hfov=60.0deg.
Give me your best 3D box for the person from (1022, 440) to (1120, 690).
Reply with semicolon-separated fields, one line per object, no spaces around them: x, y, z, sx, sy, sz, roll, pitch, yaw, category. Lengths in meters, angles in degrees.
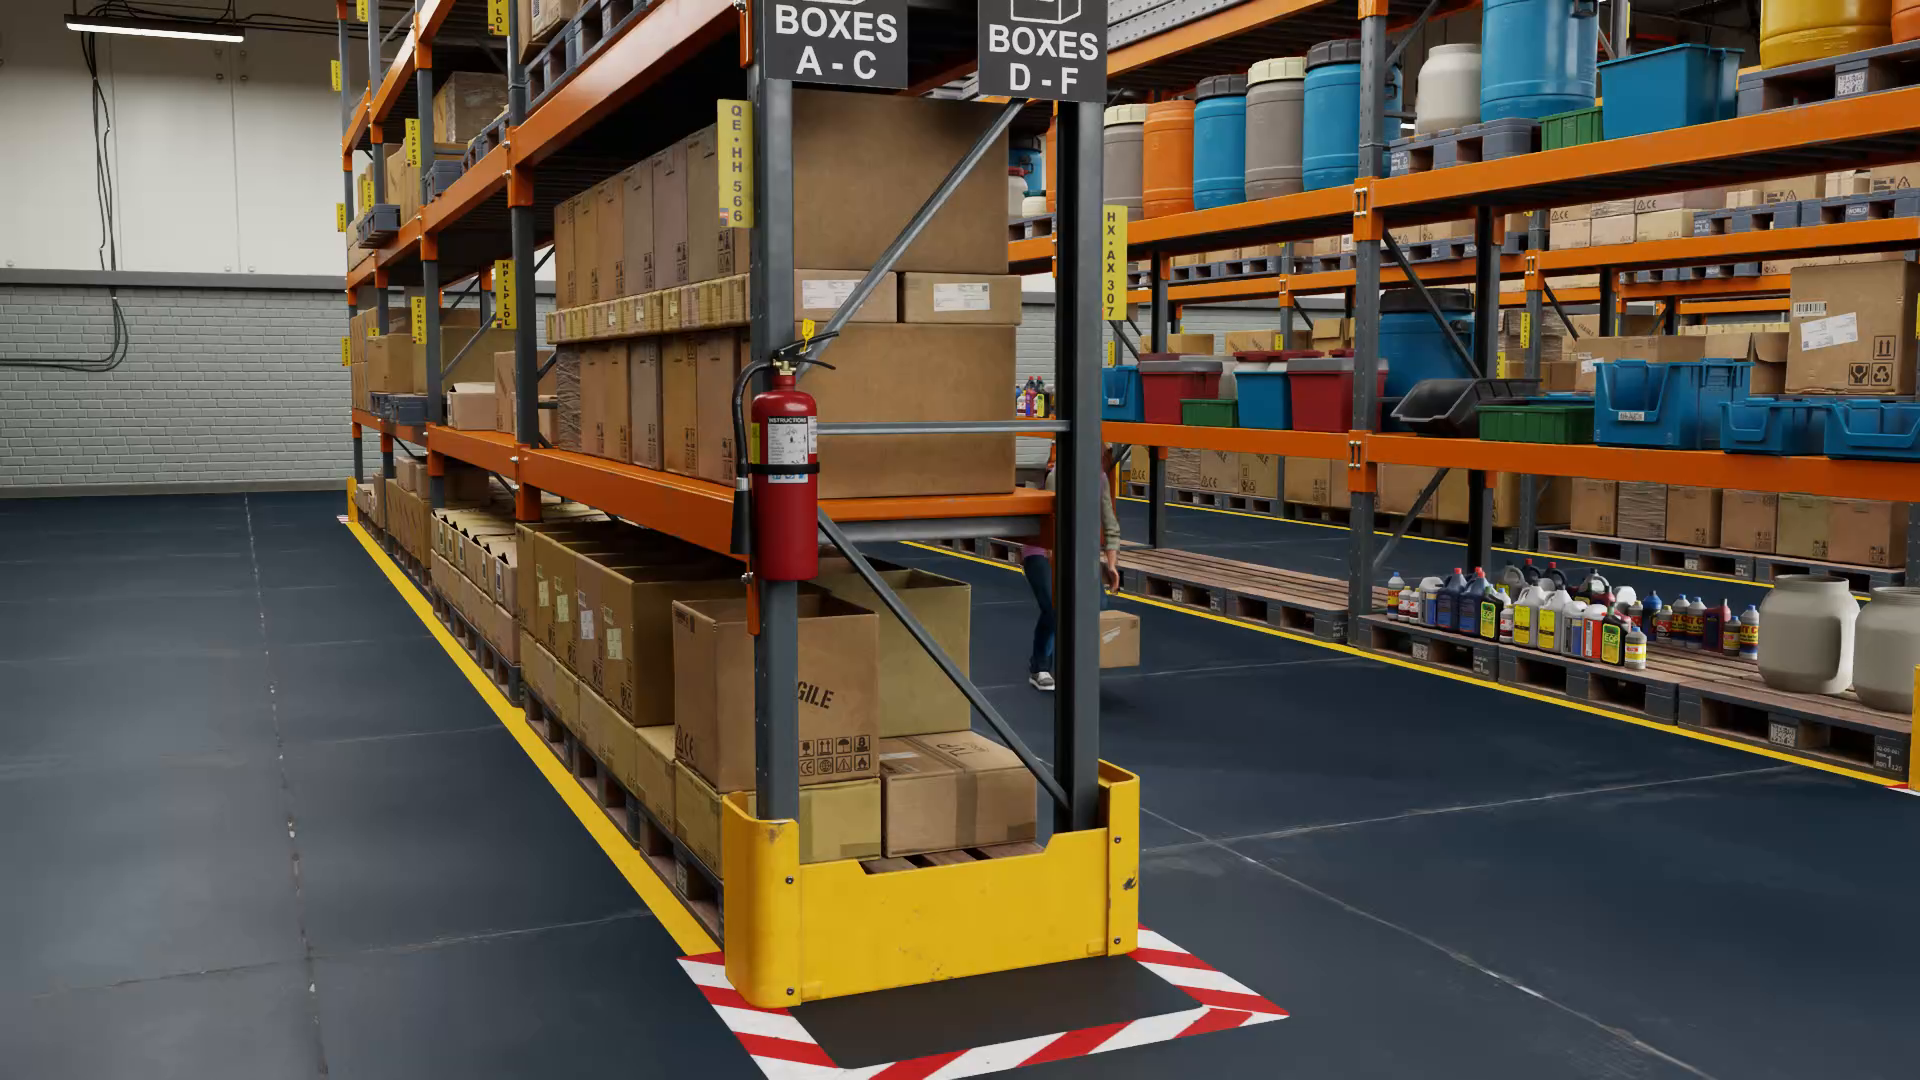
0.593;0.126;8.803;0.461;1.336;0.621;-2;6;-23;person
